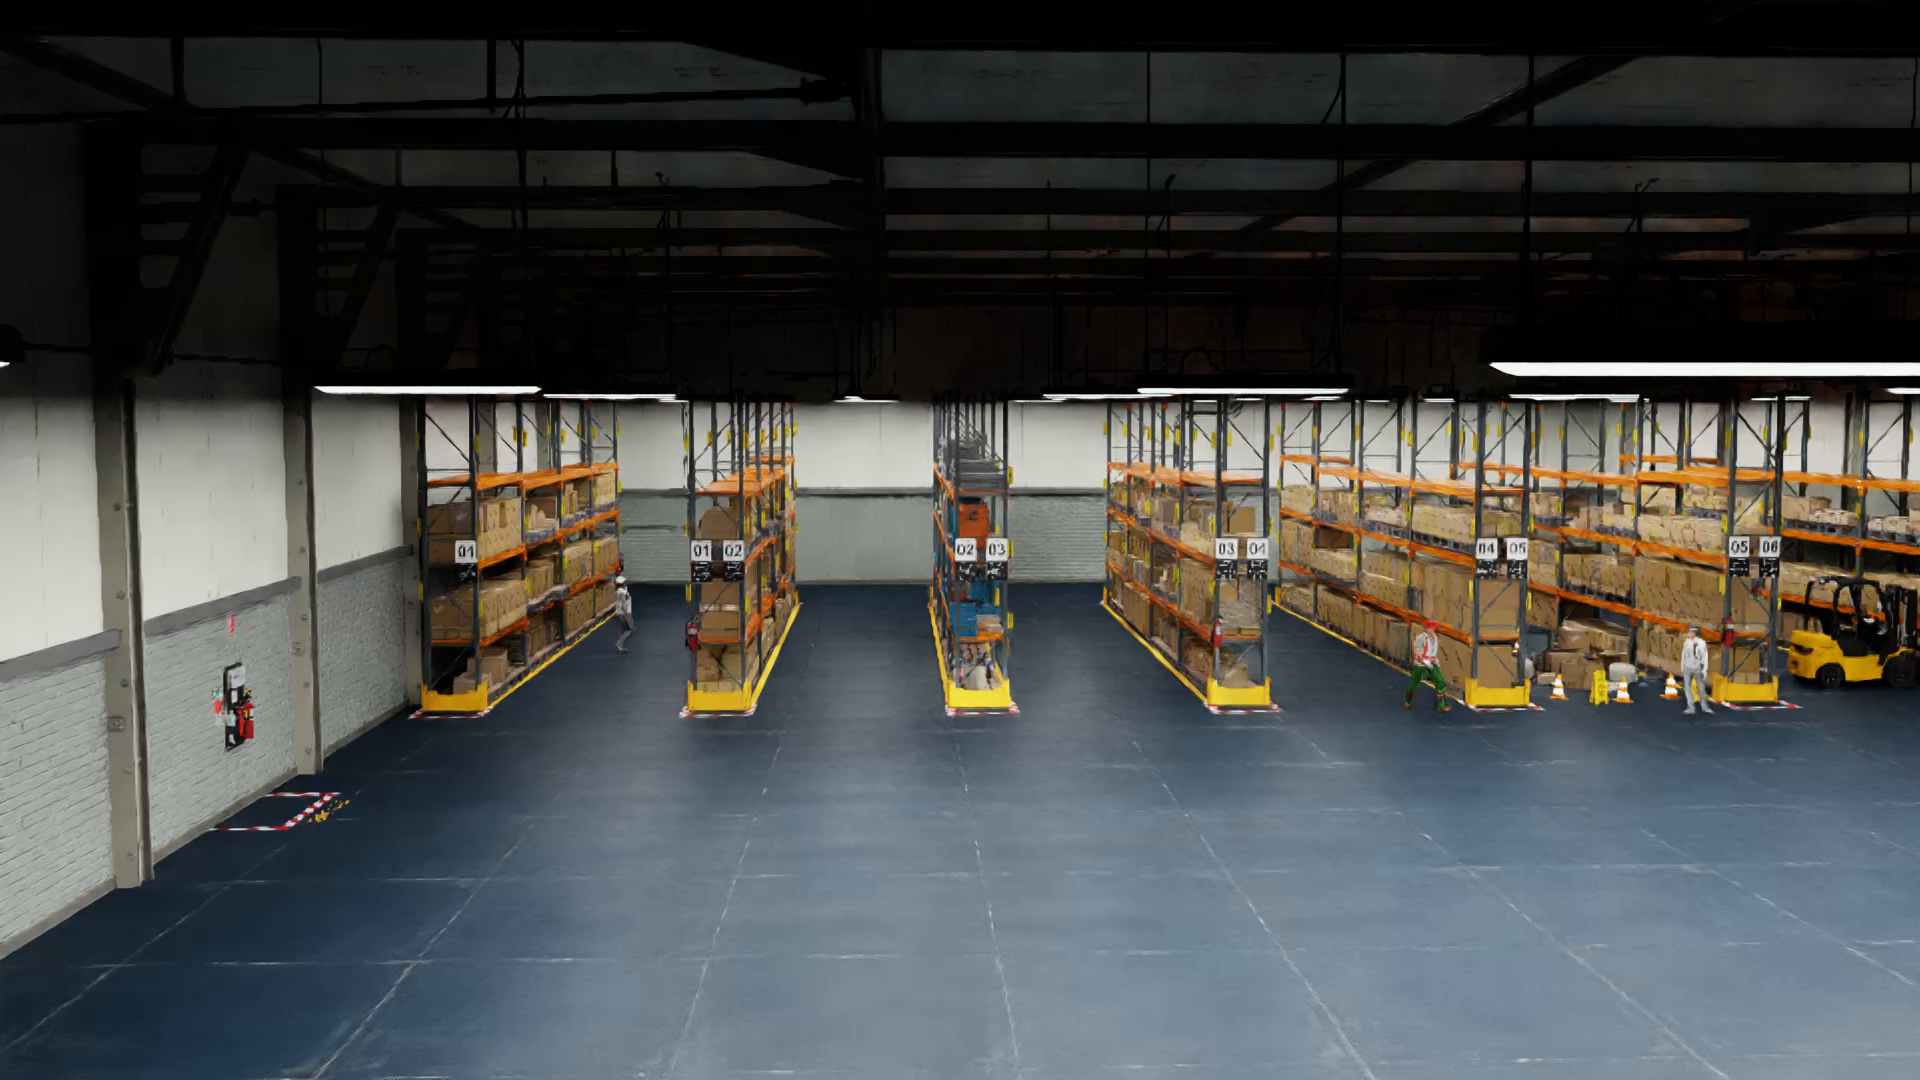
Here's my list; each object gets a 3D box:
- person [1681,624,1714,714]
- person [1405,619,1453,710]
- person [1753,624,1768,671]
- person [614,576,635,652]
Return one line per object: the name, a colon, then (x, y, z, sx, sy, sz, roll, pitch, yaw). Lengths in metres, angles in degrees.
person: (13.667, 2.384, 30.857, 0.516, 1.665, 0.569, -3, 6, -34)
person: (8.718, 2.319, 31.088, 0.676, 1.714, 0.845, -2, 5, -18)
person: (17.136, 1.999, 35.756, 0.527, 1.592, 0.522, 3, 5, 29)
person: (-7.786, 1.708, 38.405, 0.447, 1.766, 0.574, -2, 5, -28)
